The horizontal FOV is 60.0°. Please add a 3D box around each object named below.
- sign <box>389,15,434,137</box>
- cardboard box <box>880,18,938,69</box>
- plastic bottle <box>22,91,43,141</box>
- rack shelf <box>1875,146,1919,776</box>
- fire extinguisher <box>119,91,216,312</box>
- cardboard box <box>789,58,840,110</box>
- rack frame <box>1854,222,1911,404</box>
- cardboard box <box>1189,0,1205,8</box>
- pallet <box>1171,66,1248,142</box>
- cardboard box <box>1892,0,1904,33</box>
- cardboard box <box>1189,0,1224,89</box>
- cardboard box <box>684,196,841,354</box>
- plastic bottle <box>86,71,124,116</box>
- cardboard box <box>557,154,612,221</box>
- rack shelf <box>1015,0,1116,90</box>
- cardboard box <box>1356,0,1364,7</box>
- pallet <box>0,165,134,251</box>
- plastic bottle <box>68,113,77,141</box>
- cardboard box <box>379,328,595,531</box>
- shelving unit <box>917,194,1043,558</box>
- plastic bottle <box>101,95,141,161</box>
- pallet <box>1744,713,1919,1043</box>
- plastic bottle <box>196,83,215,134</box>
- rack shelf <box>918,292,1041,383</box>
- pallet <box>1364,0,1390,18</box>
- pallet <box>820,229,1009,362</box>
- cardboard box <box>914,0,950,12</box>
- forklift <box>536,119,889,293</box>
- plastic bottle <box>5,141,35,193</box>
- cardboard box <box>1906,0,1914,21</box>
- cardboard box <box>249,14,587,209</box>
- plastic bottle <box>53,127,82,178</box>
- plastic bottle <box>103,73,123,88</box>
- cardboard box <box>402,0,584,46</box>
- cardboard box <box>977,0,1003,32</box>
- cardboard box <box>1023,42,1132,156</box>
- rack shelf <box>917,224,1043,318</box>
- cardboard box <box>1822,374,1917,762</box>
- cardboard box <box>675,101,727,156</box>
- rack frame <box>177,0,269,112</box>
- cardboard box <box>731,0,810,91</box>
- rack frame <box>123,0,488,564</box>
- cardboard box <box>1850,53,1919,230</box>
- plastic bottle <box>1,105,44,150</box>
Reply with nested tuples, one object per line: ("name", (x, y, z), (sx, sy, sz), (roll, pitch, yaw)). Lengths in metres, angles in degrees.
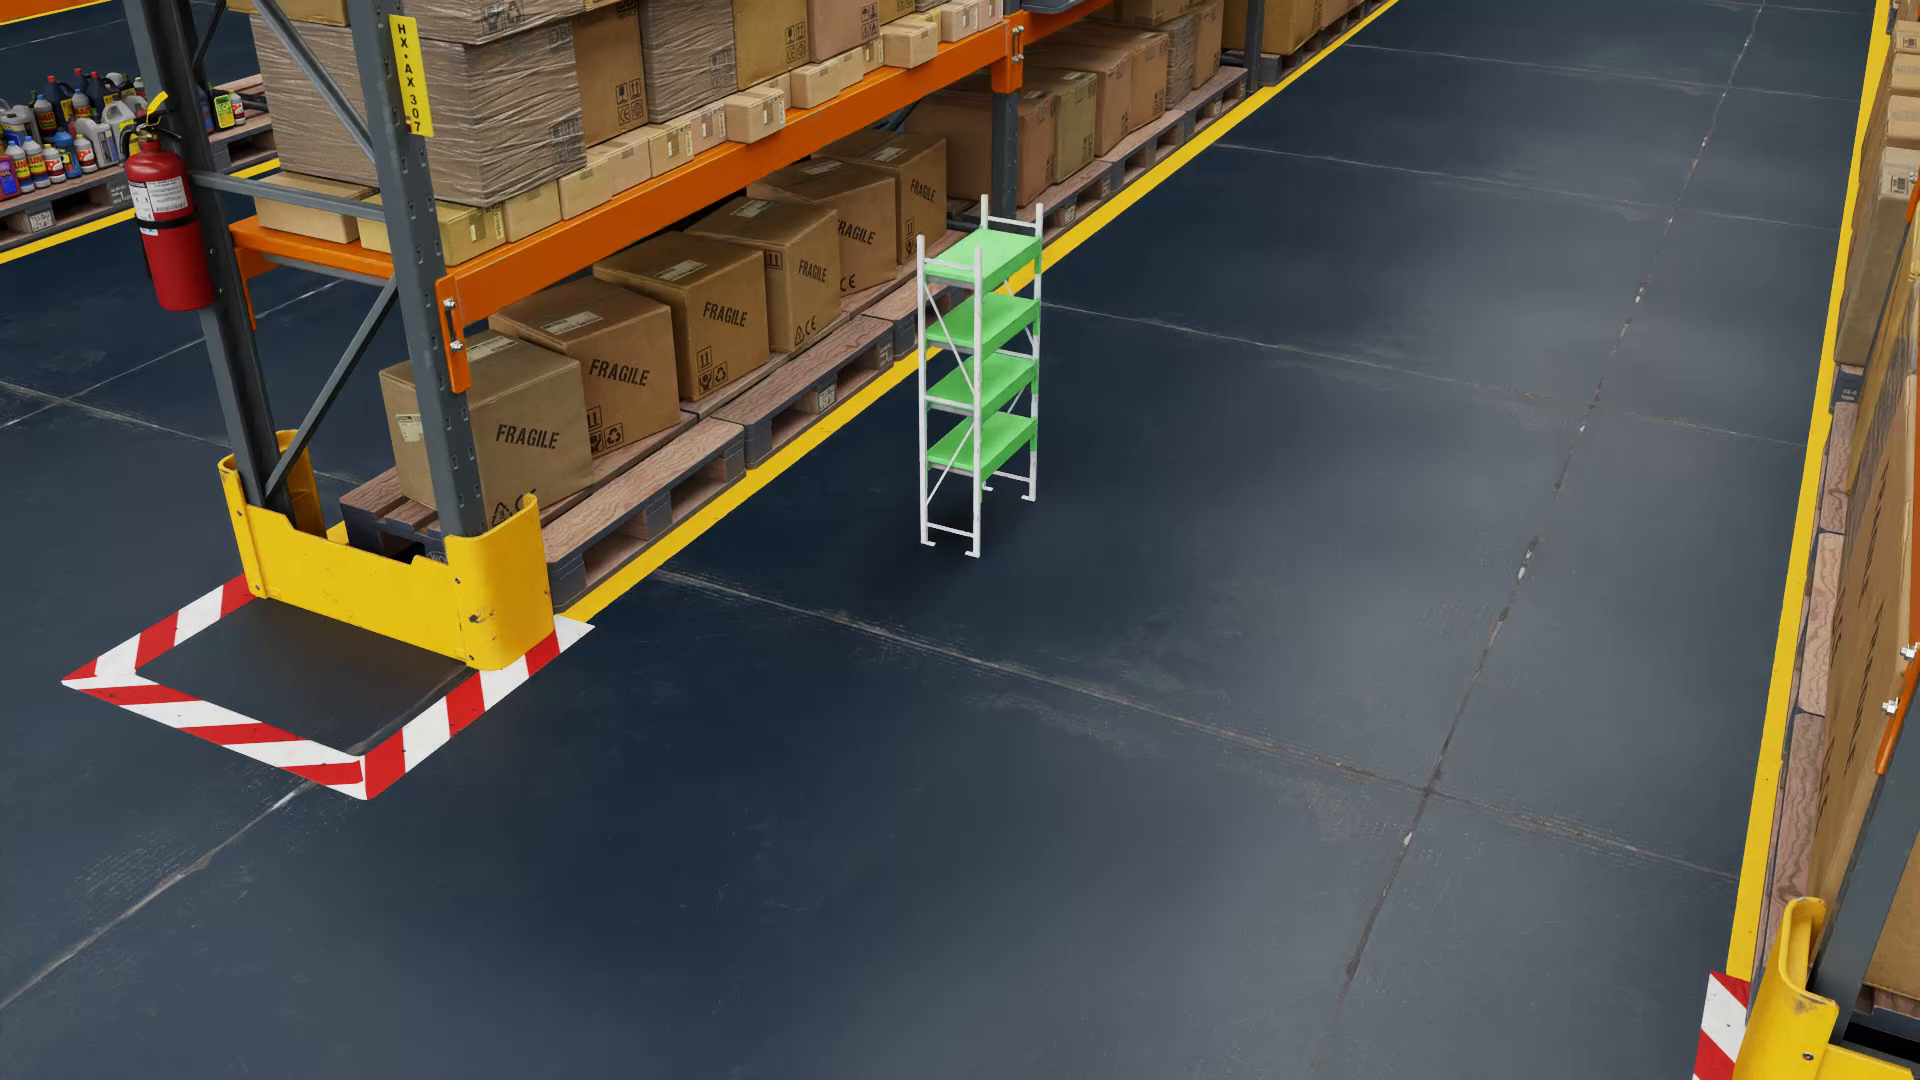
("sign", (-1.520, -1.283, 4.603), (0.100, 0.325, 0.005), (14, 33, 23))
("cardboard box", (-0.322, -2.191, 7.306), (0.380, 0.149, 0.250), (14, 33, 23))
("plastic bottle", (-5.526, -2.530, 9.929), (0.061, 0.283, 0.133), (16, 33, 25))
("rack shelf", (3.277, -0.436, 4.719), (1.077, 0.370, 4.000), (14, 33, 23))
("fire extinguisher", (-2.466, -1.051, 5.146), (0.296, 0.674, 0.183), (14, 33, 23))
("cardboard box", (-0.714, -1.872, 6.749), (0.380, 0.149, 0.250), (14, 33, 23))
("rack frame", (4.188, -1.634, 6.084), (1.000, 3.000, 0.127), (14, 33, 23))
("cardboard box", (1.362, -3.706, 11.006), (0.500, 0.250, 0.500), (16, 33, 25))
("pallet", (1.284, -3.022, 11.301), (1.003, 0.211, 1.213), (14, 33, 23))
("cardboard box", (7.260, -4.011, 12.312), (0.500, 0.500, 0.500), (16, 33, 25))
("cardboard box", (1.353, -3.383, 11.197), (0.700, 0.500, 0.500), (13, 32, 21))
("cardboard box", (-0.866, -1.185, 7.391), (0.500, 0.500, 0.500), (11, 32, 19))
("plastic bottle", (-5.199, -2.673, 10.112), (0.144, 0.351, 0.185), (14, 33, 23))
("cardboard box", (-1.403, -1.208, 5.594), (0.380, 0.149, 0.250), (14, 33, 23))
("rack shelf", (0.730, -3.379, 9.844), (1.077, 0.370, 4.000), (14, 33, 23))
("cardboard box", (2.783, -4.927, 13.529), (1.225, 0.875, 0.875), (13, 32, 22))
("pallet", (-5.488, -1.887, 9.325), (1.003, 0.211, 1.213), (14, 33, 23))
("plastic bottle", (-5.035, -2.314, 9.554), (0.061, 0.283, 0.133), (14, 33, 23))
("cardboard box", (-1.704, -0.402, 6.027), (0.500, 0.500, 0.500), (21, 36, 32))
("shelving unit", (0.075, -0.594, 6.079), (0.258, 1.200, 0.503), (14, 33, 23))
("plastic bottle", (-4.862, -2.391, 9.619), (0.144, 0.351, 0.185), (14, 33, 23))
("pallet", (2.660, 0.976, 4.338), (1.003, 0.211, 1.213), (14, 33, 23))
("plastic bottle", (-4.627, -2.619, 10.017), (0.144, 0.351, 0.185), (13, 32, 22))
("rack shelf", (0.075, -0.746, 5.991), (0.258, 0.148, 0.480), (14, 33, 23))
("pallet", (3.179, -4.782, 14.366), (1.003, 0.211, 1.213), (14, 33, 23))
("pallet", (-0.456, -1.289, 8.283), (1.003, 0.211, 1.213), (14, 33, 23))
("cardboard box", (-0.441, -2.791, 7.699), (0.875, 0.500, 0.500), (14, 33, 23))
("forklift", (-1.470, -3.117, 8.735), (1.130, 2.935, 3.031), (16, 33, 25))
("plastic bottle", (-5.153, -2.047, 9.101), (0.097, 0.271, 0.097), (0, 30, 0))
("cardboard box", (6.309, -3.420, 10.528), (0.500, 0.250, 0.500), (15, 33, 24))
("cardboard box", (-1.729, -1.441, 5.348), (0.875, 0.500, 0.500), (14, 33, 23))
("plastic bottle", (-5.015, -2.181, 9.334), (0.097, 0.271, 0.097), (0, 30, 0))
("plastic bottle", (-5.249, -2.746, 10.313), (0.152, 0.276, 0.135), (16, 33, 25))
("cardboard box", (-1.510, -1.819, 5.002), (0.500, 0.500, 0.500), (14, 33, 23))
("cardboard box", (-0.018, -2.533, 7.902), (0.380, 0.149, 0.250), (14, 33, 23))
("cardboard box", (0.606, -2.634, 9.892), (0.700, 0.500, 0.500), (11, 32, 19))
("rack shelf", (0.075, -0.955, 5.872), (0.258, 0.148, 0.480), (14, 33, 23))
("cardboard box", (3.015, 0.172, 4.650), (0.875, 0.875, 0.875), (14, 33, 23))
("cardboard box", (-1.098, -1.550, 6.189), (0.380, 0.149, 0.250), (14, 33, 23))
("rack frame", (-4.591, -3.928, 10.078), (1.000, 3.000, 0.127), (14, 33, 23))
("cardboard box", (-1.103, -2.121, 6.532), (0.875, 0.500, 0.500), (14, 33, 23))
("rack frame", (-2.004, -1.031, 5.033), (1.000, 3.000, 0.127), (14, 33, 23))
("cardboard box", (5.257, -1.976, 8.516), (1.050, 0.750, 0.750), (15, 33, 24))
("plastic bottle", (-5.464, -2.379, 9.674), (0.152, 0.276, 0.135), (14, 33, 23))
